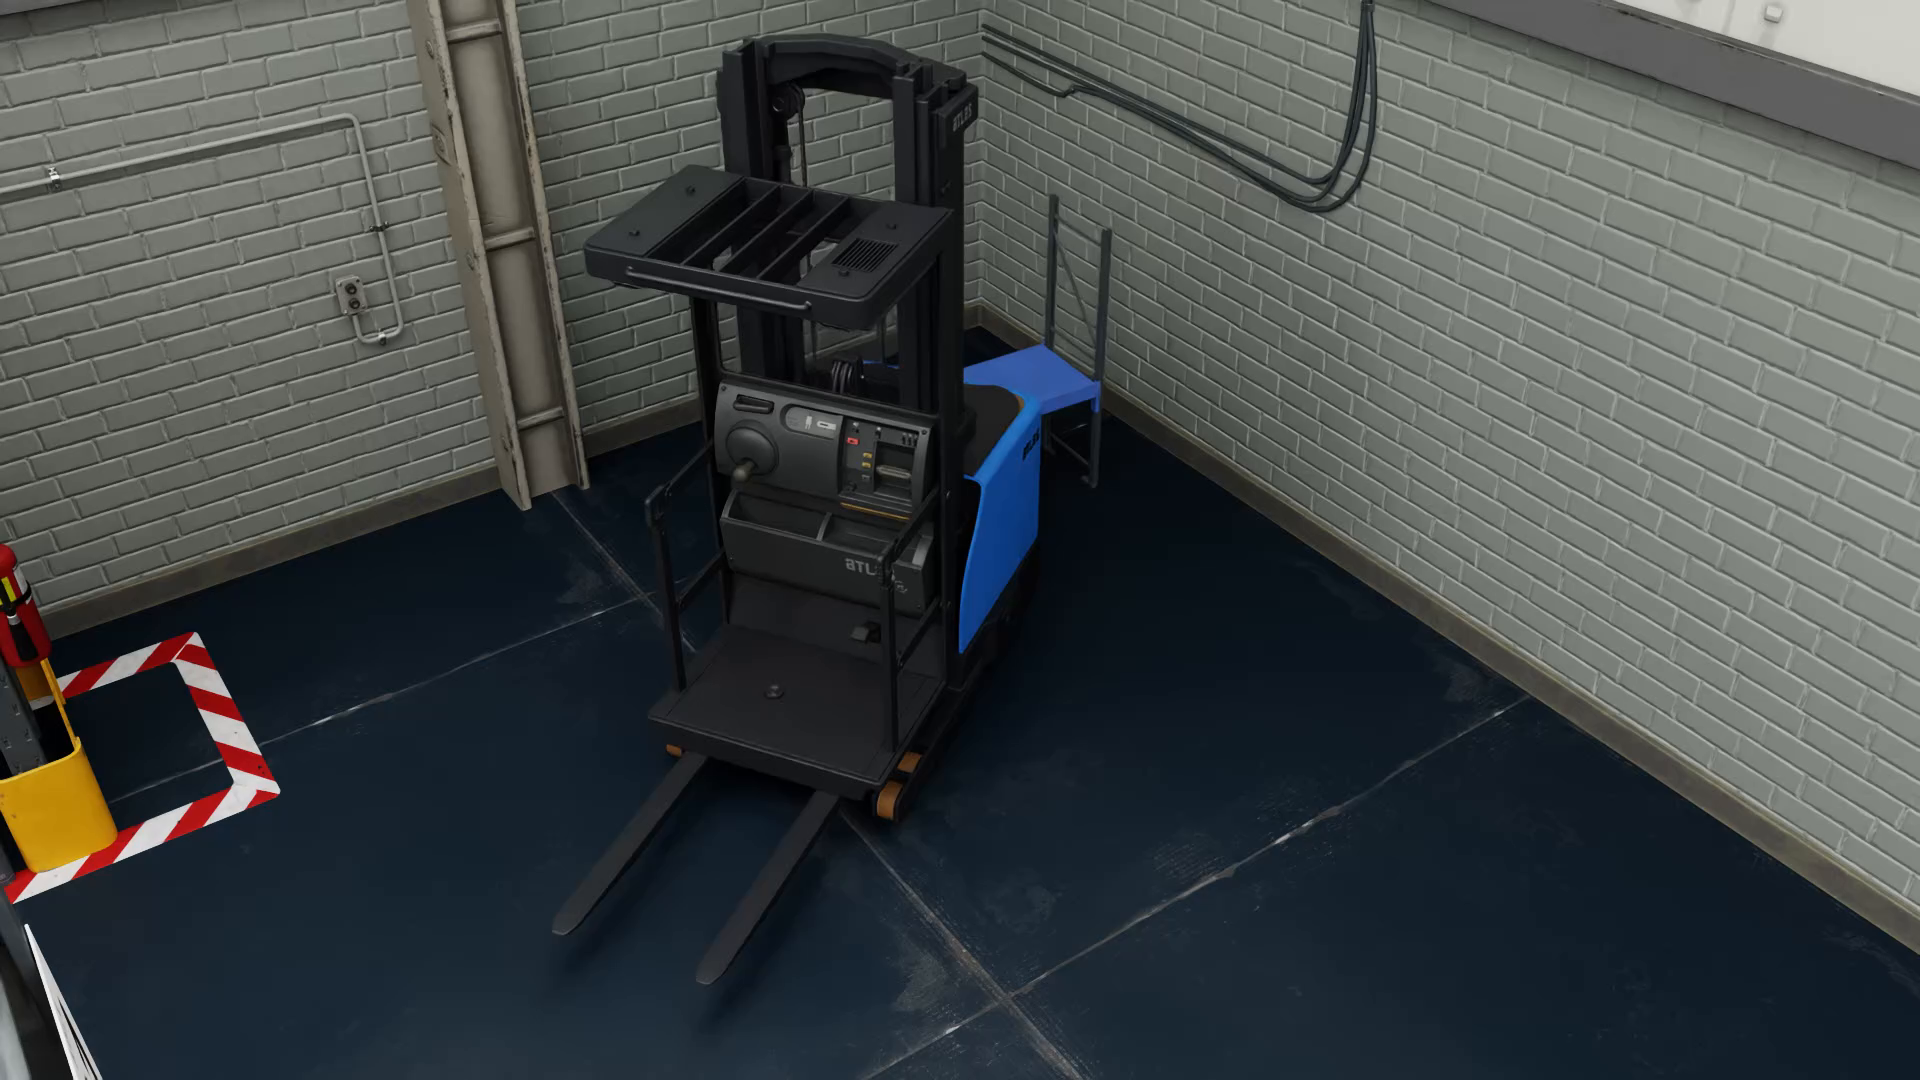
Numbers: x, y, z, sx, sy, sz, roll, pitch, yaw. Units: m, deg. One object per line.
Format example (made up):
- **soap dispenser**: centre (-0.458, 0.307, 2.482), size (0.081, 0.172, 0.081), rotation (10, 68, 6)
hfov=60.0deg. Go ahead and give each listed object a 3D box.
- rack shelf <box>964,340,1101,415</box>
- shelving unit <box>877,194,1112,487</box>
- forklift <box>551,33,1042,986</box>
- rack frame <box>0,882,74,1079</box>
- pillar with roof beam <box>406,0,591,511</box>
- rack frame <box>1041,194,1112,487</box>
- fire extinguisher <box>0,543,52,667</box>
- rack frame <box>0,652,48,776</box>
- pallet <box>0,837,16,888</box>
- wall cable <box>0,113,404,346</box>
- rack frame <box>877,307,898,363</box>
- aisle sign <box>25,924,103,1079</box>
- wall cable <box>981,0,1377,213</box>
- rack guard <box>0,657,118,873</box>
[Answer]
- **rack shelf**: centre (0.165, -0.717, 8.584), size (1.000, 0.185, 0.538), rotation (-20, 40, -25)
- **shelving unit**: centre (0.165, -0.863, 8.479), size (1.048, 1.500, 0.538), rotation (-20, 40, -25)
- **forklift**: centre (-0.635, -0.302, 6.474), size (1.130, 2.935, 3.031), rotation (13, 38, 18)
- **rack frame**: centre (-1.088, -0.262, 1.221), size (0.127, 3.000, 1.000), rotation (-22, 41, -28)
- **pillar with roof beam**: centre (0.244, -1.891, 3.486), size (0.400, 9.000, 9.100), rotation (-22, 41, -28)
- **rack frame**: centre (0.597, -1.019, 8.696), size (0.032, 1.500, 0.500), rotation (-20, 40, -25)
- **fire extinguisher**: centre (-3.556, 0.163, 6.154), size (0.183, 0.674, 0.296), rotation (-22, 41, -28)
- **rack frame**: centre (-3.945, -0.189, 6.258), size (0.127, 3.000, 1.000), rotation (-22, 41, -28)
- **pallet**: centre (-4.553, 1.249, 6.646), size (1.213, 0.211, 1.003), rotation (-22, 41, -28)
- **wall cable**: centre (-3.443, -1.484, 7.188), size (1.851, 1.984, 0.084), rotation (-22, 41, -28)
- **rack frame**: centre (-0.267, -0.707, 8.262), size (0.032, 1.500, 0.500), rotation (-20, 40, -25)
- **aisle sign**: centre (-1.201, 0.955, 2.440), size (0.004, 0.787, 0.394), rotation (-22, 41, -28)
- **wall cable**: centre (0.884, -3.096, 7.821), size (0.112, 2.526, 3.097), rotation (-22, 41, -28)
- **rack guard**: centre (-3.925, 0.817, 6.999), size (0.348, 0.500, 1.175), rotation (-22, 41, -28)
